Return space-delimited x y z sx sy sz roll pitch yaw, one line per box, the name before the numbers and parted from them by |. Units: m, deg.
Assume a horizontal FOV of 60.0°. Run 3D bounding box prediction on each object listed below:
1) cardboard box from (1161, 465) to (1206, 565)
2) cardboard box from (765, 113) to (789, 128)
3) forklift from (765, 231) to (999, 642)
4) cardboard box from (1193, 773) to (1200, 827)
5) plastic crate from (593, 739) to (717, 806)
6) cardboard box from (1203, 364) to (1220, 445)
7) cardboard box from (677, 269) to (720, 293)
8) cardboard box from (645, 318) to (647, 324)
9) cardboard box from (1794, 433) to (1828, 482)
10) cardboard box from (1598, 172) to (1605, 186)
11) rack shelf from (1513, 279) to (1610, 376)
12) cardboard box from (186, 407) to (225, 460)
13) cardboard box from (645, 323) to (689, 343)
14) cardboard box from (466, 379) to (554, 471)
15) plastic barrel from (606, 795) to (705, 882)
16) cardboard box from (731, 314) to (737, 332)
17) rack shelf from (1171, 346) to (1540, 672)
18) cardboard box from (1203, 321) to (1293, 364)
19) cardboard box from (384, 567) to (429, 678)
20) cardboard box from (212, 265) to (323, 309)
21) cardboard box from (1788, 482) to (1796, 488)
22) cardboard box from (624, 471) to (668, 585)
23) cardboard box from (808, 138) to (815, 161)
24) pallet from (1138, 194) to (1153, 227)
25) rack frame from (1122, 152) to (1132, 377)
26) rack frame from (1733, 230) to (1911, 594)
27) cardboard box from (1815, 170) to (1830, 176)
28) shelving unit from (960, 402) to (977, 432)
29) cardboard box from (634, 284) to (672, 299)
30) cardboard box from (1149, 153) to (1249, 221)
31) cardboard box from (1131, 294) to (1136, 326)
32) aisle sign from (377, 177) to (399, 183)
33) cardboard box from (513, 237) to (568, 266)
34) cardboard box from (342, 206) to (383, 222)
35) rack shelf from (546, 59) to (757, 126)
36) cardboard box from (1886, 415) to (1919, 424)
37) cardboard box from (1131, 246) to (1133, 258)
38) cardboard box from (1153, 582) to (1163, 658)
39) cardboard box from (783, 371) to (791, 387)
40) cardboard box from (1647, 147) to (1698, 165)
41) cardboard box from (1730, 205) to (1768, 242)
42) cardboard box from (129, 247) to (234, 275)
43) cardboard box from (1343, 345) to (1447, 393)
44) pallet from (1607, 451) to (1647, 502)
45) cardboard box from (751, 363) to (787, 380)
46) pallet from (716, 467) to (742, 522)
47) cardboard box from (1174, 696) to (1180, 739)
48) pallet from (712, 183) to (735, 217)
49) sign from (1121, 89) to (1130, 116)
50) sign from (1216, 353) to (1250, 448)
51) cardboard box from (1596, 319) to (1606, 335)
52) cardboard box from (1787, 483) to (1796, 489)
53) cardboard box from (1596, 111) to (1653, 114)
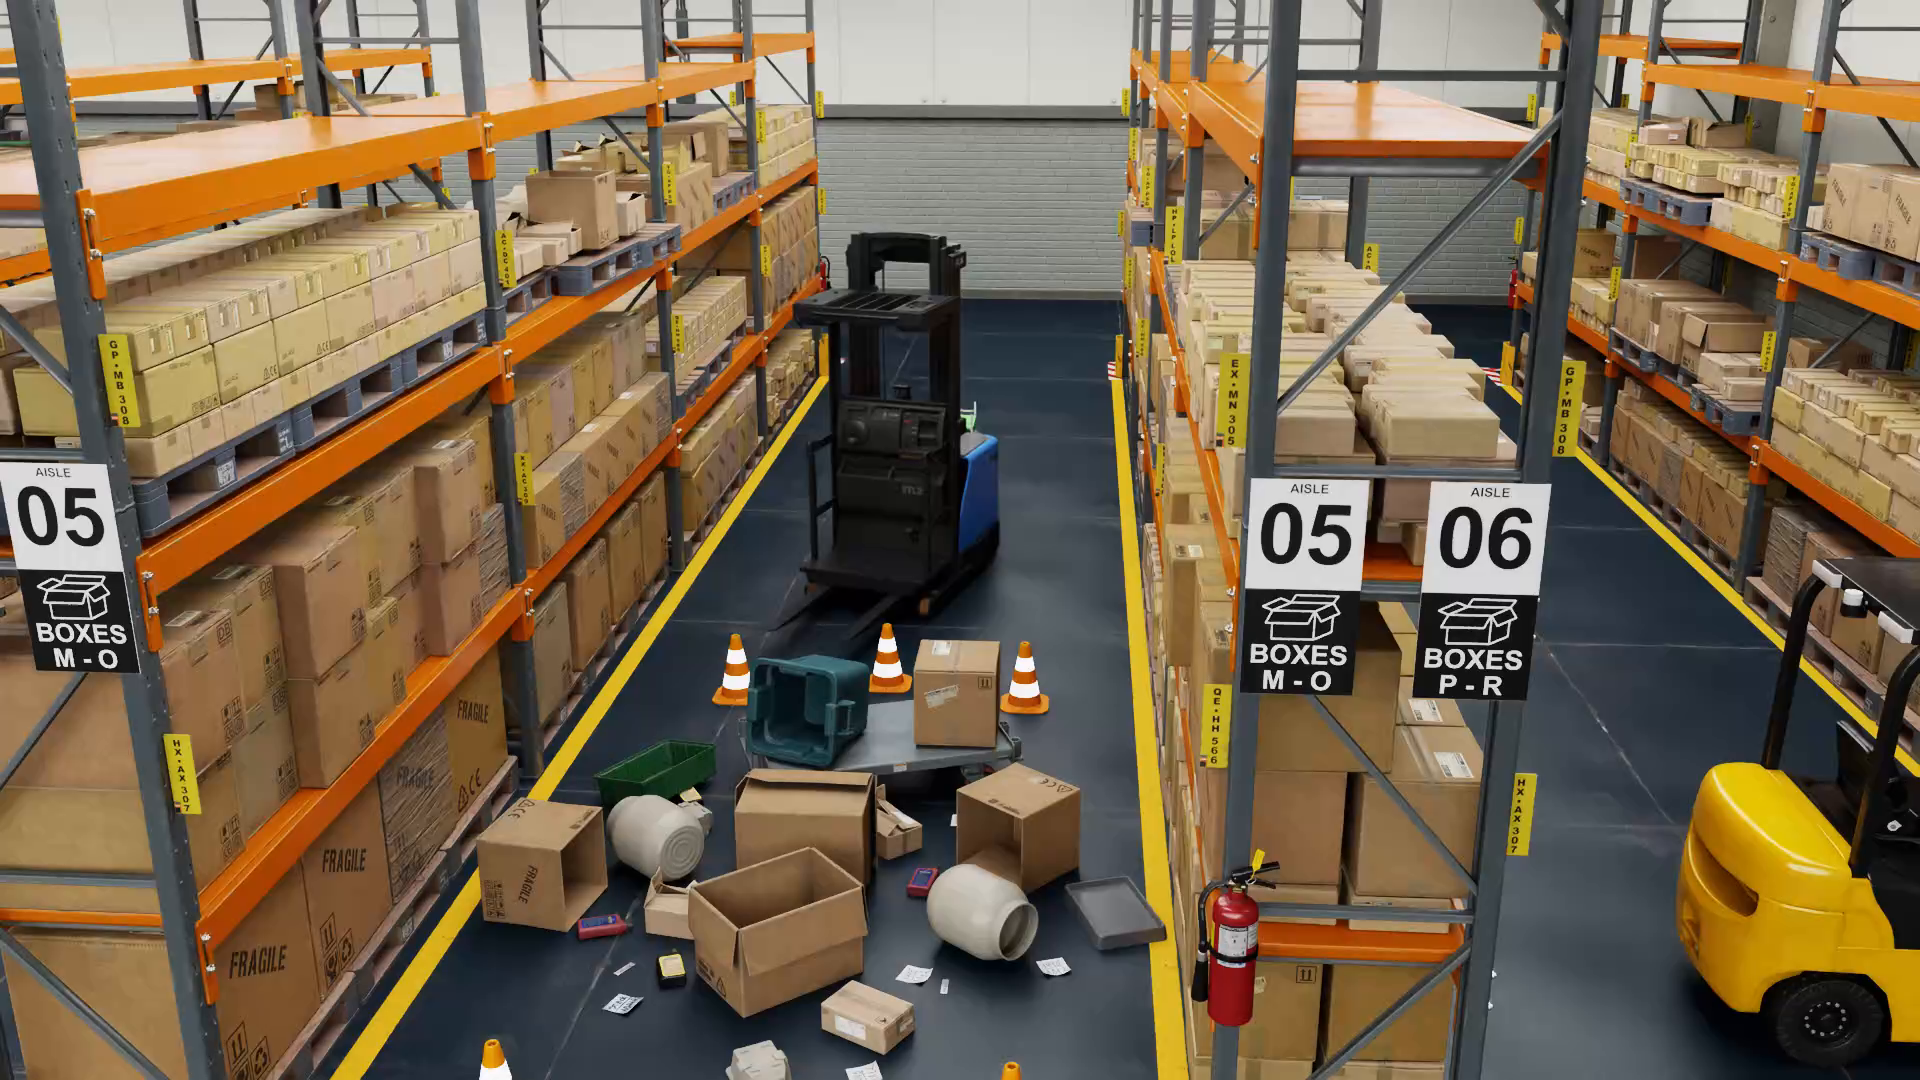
cardboard box | 1.394 -0.069 8.398 0.700 0.500 0.500 1 18 3
cardboard box | -2.184 -4.850 19.214 0.380 0.149 0.250 1 18 2
forklift | -0.633 -0.913 13.331 1.130 2.935 3.031 7 19 19
cardboard box | 1.226 1.150 7.327 0.380 0.149 0.250 2 18 5
plastic crate | -1.887 1.463 10.391 0.450 0.188 0.662 0 15 35
cardboard box | 1.314 -0.585 7.165 0.500 0.250 0.500 2 18 5
cardboard box | -2.855 -2.759 18.215 0.500 0.500 0.500 1 18 4
cardboard box | -3.205 -2.037 15.902 0.380 0.149 0.250 1 18 3
cardboard box | 6.685 -0.623 12.574 0.500 0.250 0.500 1 18 3
cardboard box | 7.090 -3.885 17.874 0.380 0.149 0.250 1 18 4
rack shelf | 7.431 -2.504 19.230 1.077 0.370 4.000 1 18 4
cardboard box | -3.106 -0.418 6.460 0.380 0.149 0.250 1 18 4
cardboard box | -2.629 -1.833 14.800 0.380 0.149 0.250 1 18 4
cardboard box | -3.116 -0.766 11.003 0.700 0.500 0.500 1 18 3
plastic barrel | -1.732 1.682 9.437 0.512 0.421 0.421 17 25 41
cardboard box | -2.476 -2.208 16.900 0.380 0.149 0.250 1 18 4
rack shelf | 1.620 -0.312 7.724 1.077 0.370 4.000 1 18 4
cardboard box | 1.283 -0.881 7.428 0.380 0.149 0.250 2 18 5
cardboard box | -3.369 0.451 8.815 0.875 0.550 0.550 1 18 4
cardboard box | -3.034 -1.110 7.291 0.380 0.149 0.250 1 18 3
cardboard box | 7.395 -0.539 14.377 0.380 0.149 0.250 2 18 6
cardboard box | -3.028 -0.115 13.721 1.050 0.750 0.750 1 18 3
cardboard box | -2.090 -4.863 20.697 0.500 0.250 0.500 1 18 3
pallet | 2.121 -2.976 15.002 1.003 0.211 1.213 2 18 6
rack frame | 2.624 -3.577 21.349 1.000 3.000 0.127 1 18 4
rack frame | 7.001 -0.983 13.431 1.000 3.000 0.127 1 18 4
cardboard box | 7.338 -3.015 13.939 0.380 0.149 0.250 2 18 6
shelving unit | 0.012 -0.622 15.220 0.258 1.200 0.503 1 18 4
cardboard box | -3.130 -2.498 16.830 0.380 0.149 0.250 1 18 4
cardboard box | 1.927 -2.887 13.585 0.797 0.503 0.637 0 18 1
cardboard box | 2.024 -2.370 17.105 0.500 0.250 0.500 1 18 2
aisle sign | -7.555 -5.062 21.708 0.394 0.787 0.004 1 18 4
cardboard box | -2.821 -1.912 11.018 0.380 0.149 0.250 1 18 4
cardboard box | -7.600 -3.926 20.974 0.500 0.500 0.500 1 18 3
rack shelf | -2.751 -4.111 15.143 1.077 0.370 4.000 1 18 4
cardboard box | 6.680 -0.762 11.556 0.380 0.149 0.250 1 18 4
cardboard box | 2.095 -3.010 17.852 0.500 0.500 0.500 1 18 3
cardboard box | 1.895 0.597 12.156 0.950 0.372 0.625 2 18 6
cardboard box | -2.206 -1.908 19.682 0.380 0.149 0.250 1 18 3
cardboard box | 6.821 -3.674 15.919 0.380 0.149 0.250 1 18 3
cardboard box | 6.831 -2.658 13.967 0.500 0.250 0.500 1 18 4
cardboard box | -3.655 -1.283 7.819 0.380 0.149 0.250 1 18 4
cardboard box | 1.802 -0.709 6.901 0.380 0.149 0.250 1 18 4
pallet | 7.268 -0.646 16.883 1.003 0.211 1.213 1 18 4
cardboard box | -2.233 -1.966 19.382 0.380 0.149 0.250 2 18 5
pallet | -2.747 -0.467 16.335 1.003 0.211 1.213 1 18 4
cardboard box | 1.348 0.967 8.977 0.380 0.149 0.250 2 18 6
pallet | -2.829 -3.238 15.800 1.213 0.211 1.003 1 18 4
sign | 2.071 -5.469 20.777 0.100 0.325 0.005 1 18 4
sign | 0.925 -0.472 5.635 0.100 0.325 0.005 1 18 4
cardboard box | 7.056 -2.292 17.830 0.380 0.149 0.250 2 18 5
cardboard box | 7.366 -0.271 14.599 0.500 0.500 0.500 1 18 4
cardboard box | 7.783 -4.894 19.513 0.500 0.250 0.500 1 18 2
